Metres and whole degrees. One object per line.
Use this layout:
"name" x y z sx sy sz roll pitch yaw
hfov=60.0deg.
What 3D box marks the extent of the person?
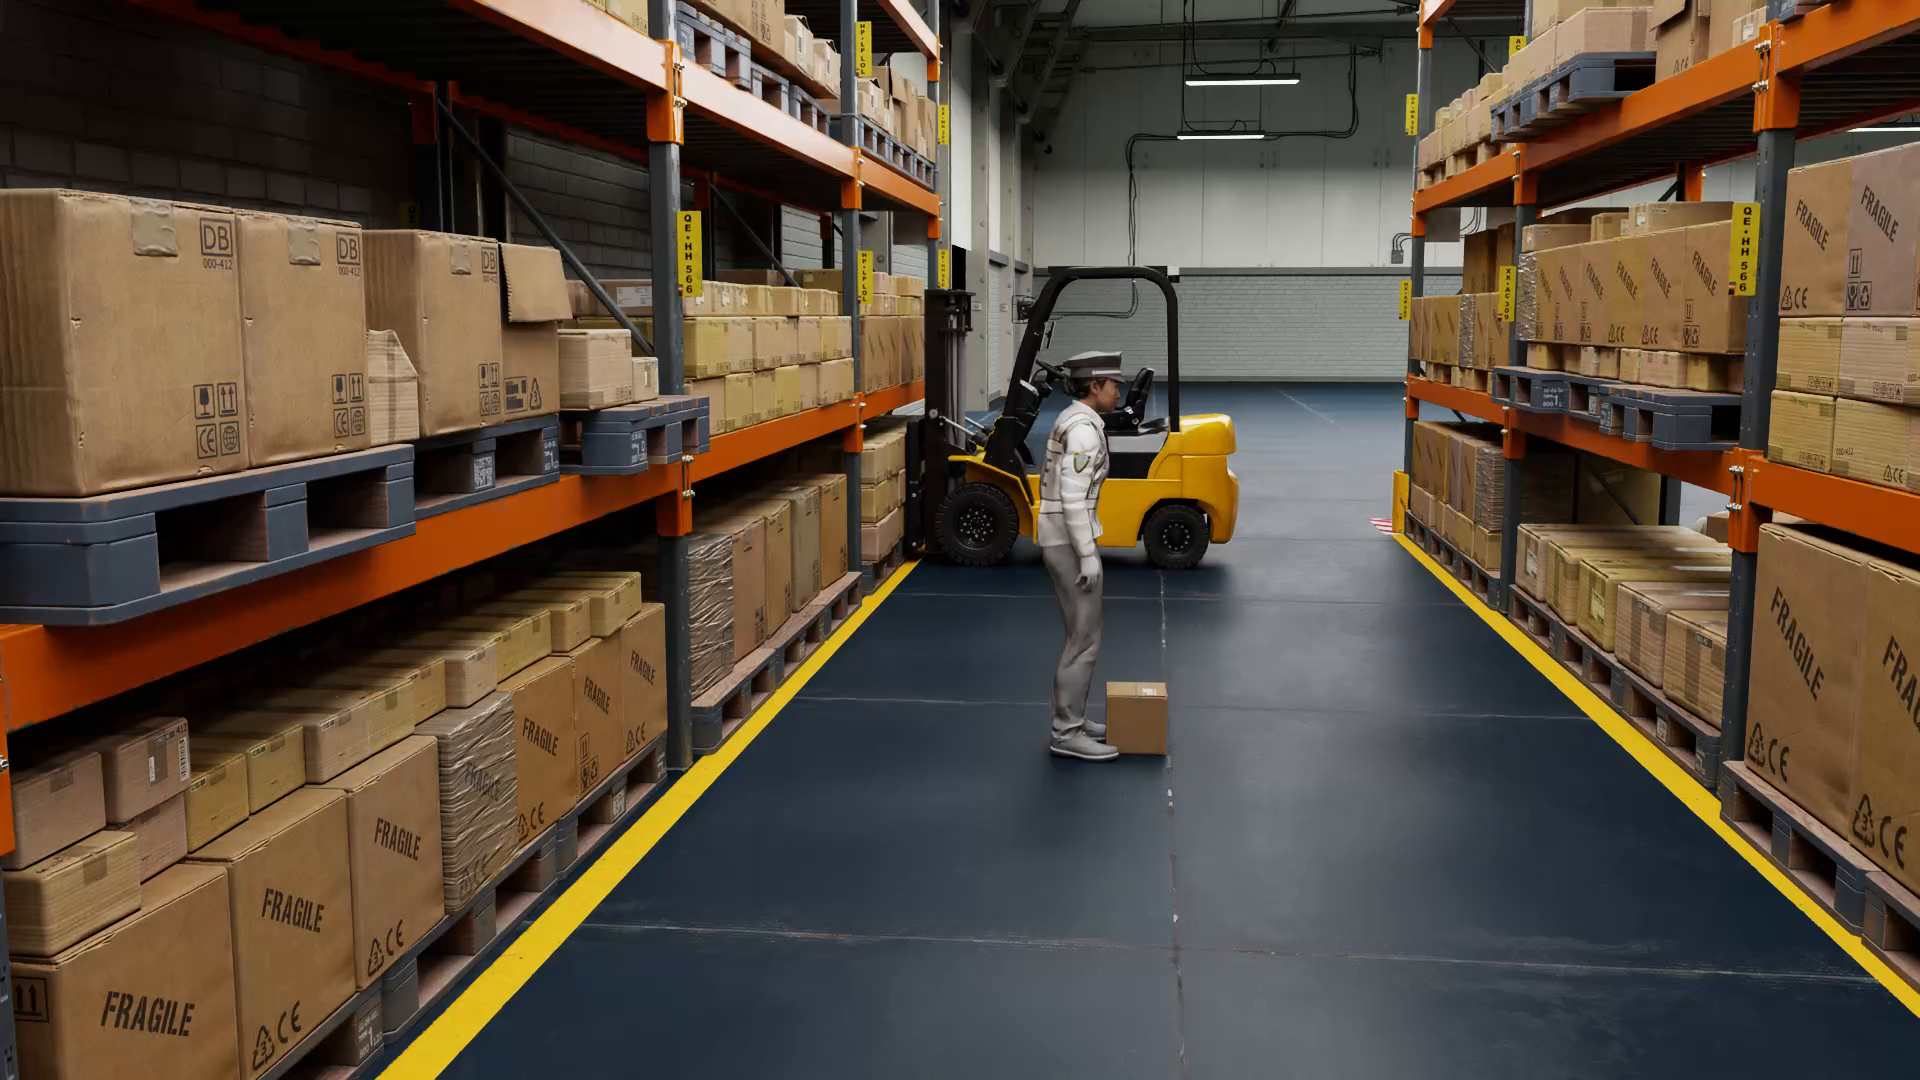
"person" 0.500 0.048 6.940 0.375 1.661 0.541 0 8 3
